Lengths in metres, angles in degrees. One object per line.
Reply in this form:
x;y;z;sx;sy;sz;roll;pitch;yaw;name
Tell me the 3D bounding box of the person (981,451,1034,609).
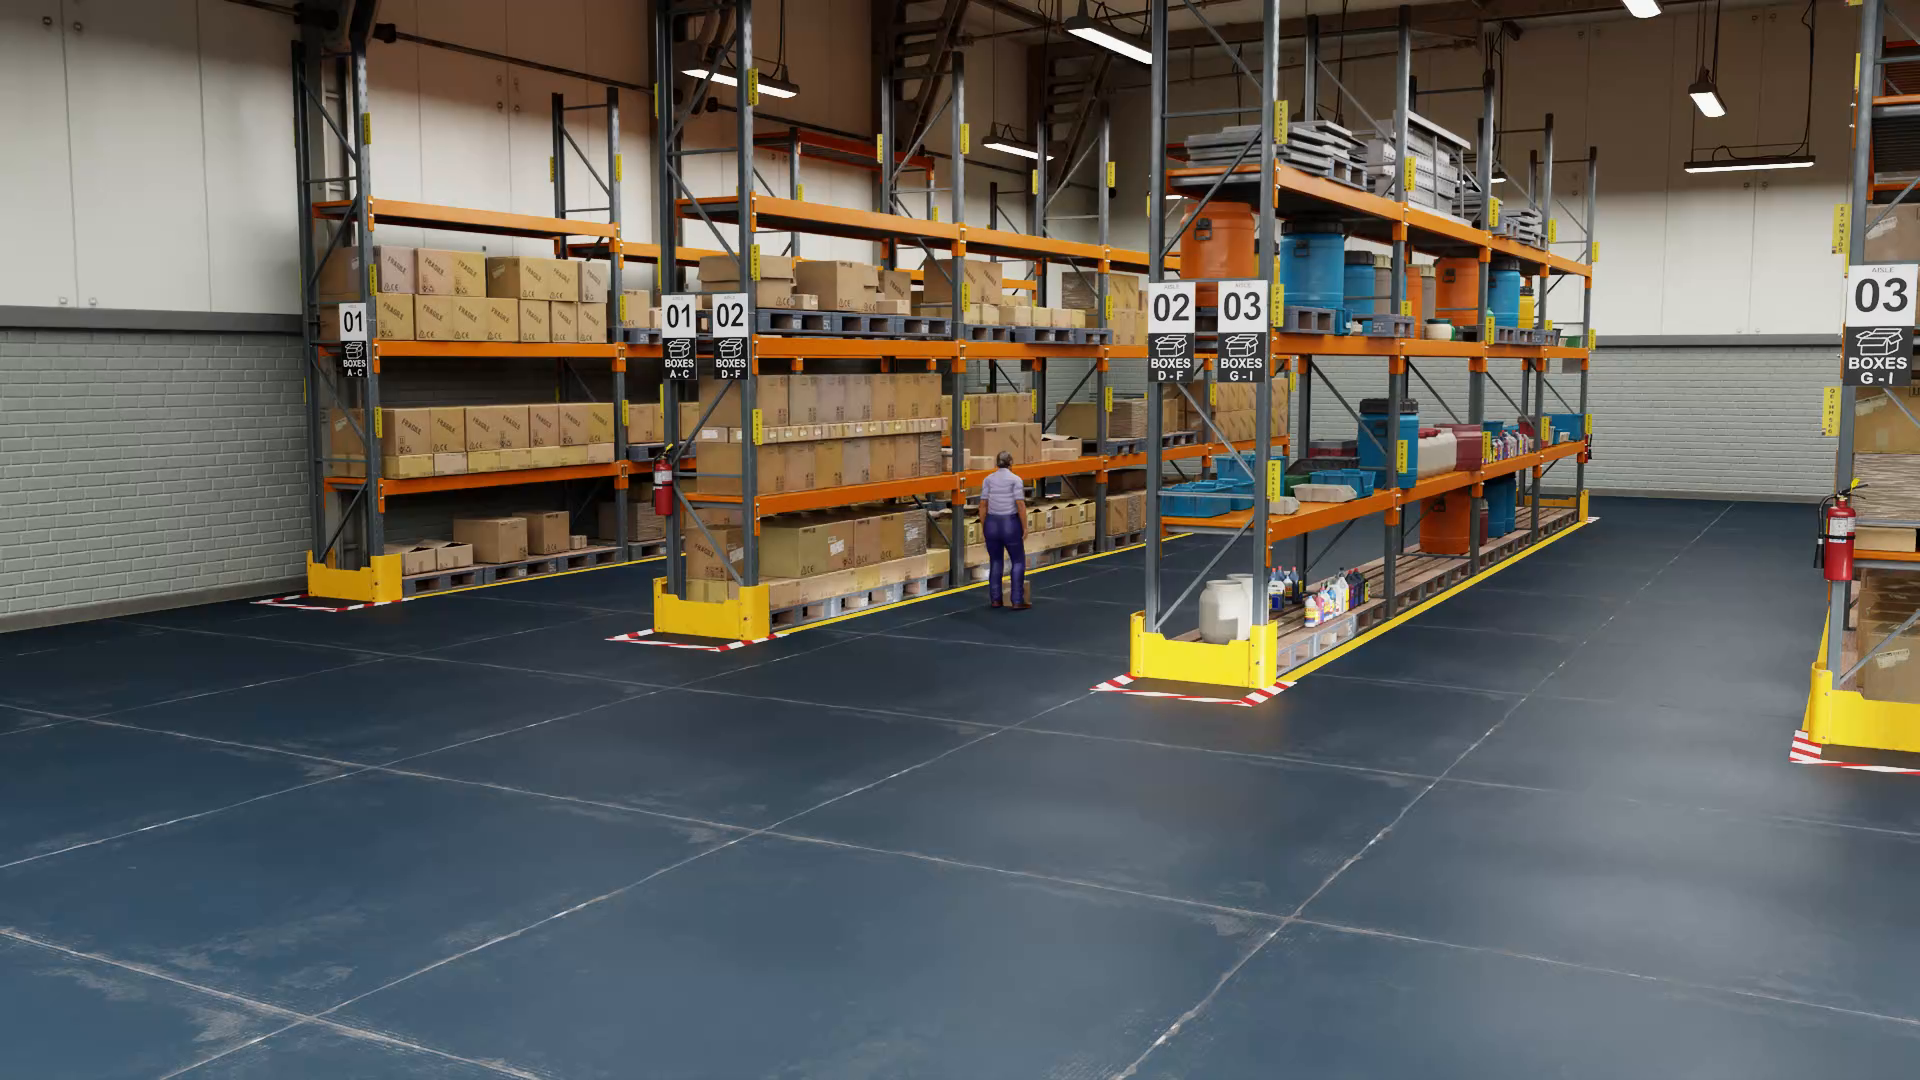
0.487;-0.108;17.431;0.537;1.651;0.419;3;7;28;person
